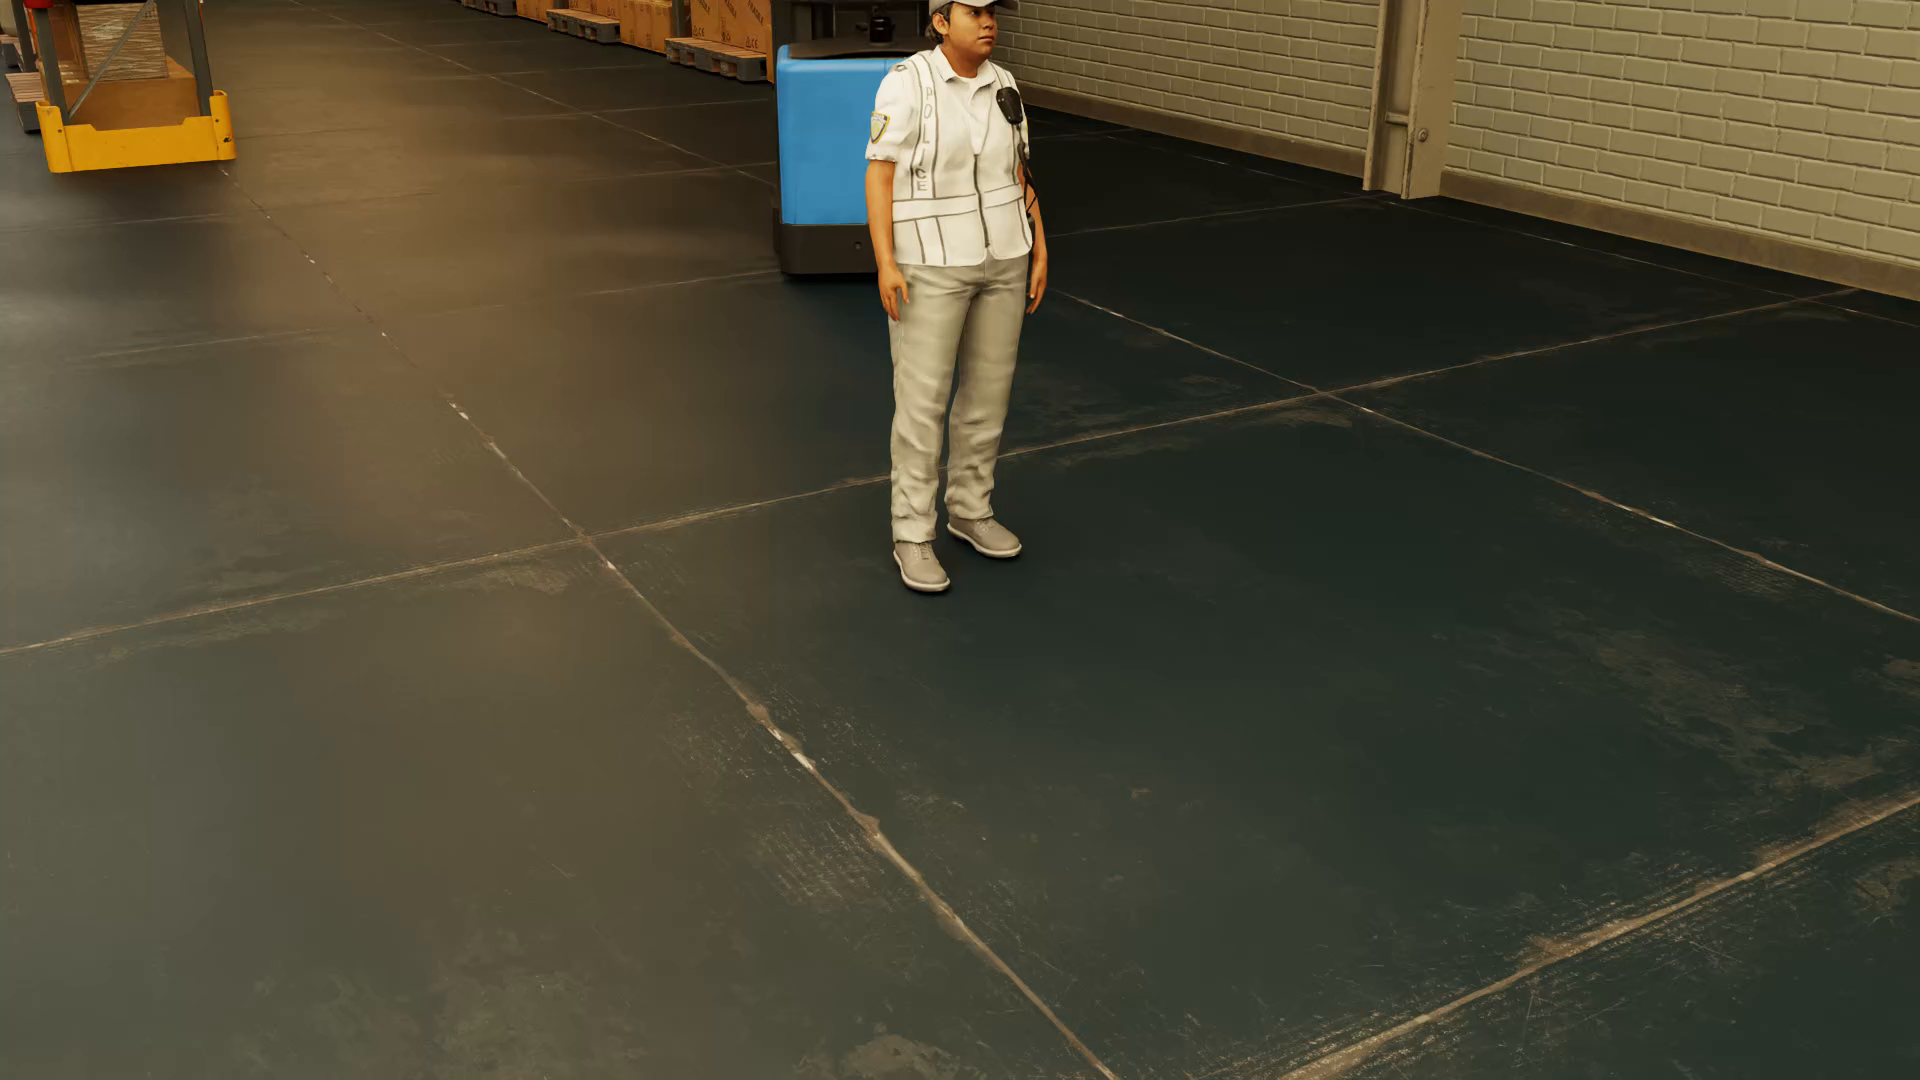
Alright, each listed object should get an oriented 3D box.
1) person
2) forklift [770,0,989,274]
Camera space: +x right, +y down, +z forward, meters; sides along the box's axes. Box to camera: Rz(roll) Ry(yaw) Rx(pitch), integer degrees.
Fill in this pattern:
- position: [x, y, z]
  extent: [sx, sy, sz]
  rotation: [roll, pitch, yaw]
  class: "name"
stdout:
- position: [0.019, -0.749, 4.743]
  extent: [0.598, 1.670, 0.529]
  rotation: [-12, 25, -28]
  class: "person"
- position: [-0.488, -3.170, 8.999]
  extent: [1.130, 2.935, 3.031]
  rotation: [-2, 22, -5]
  class: "forklift"
